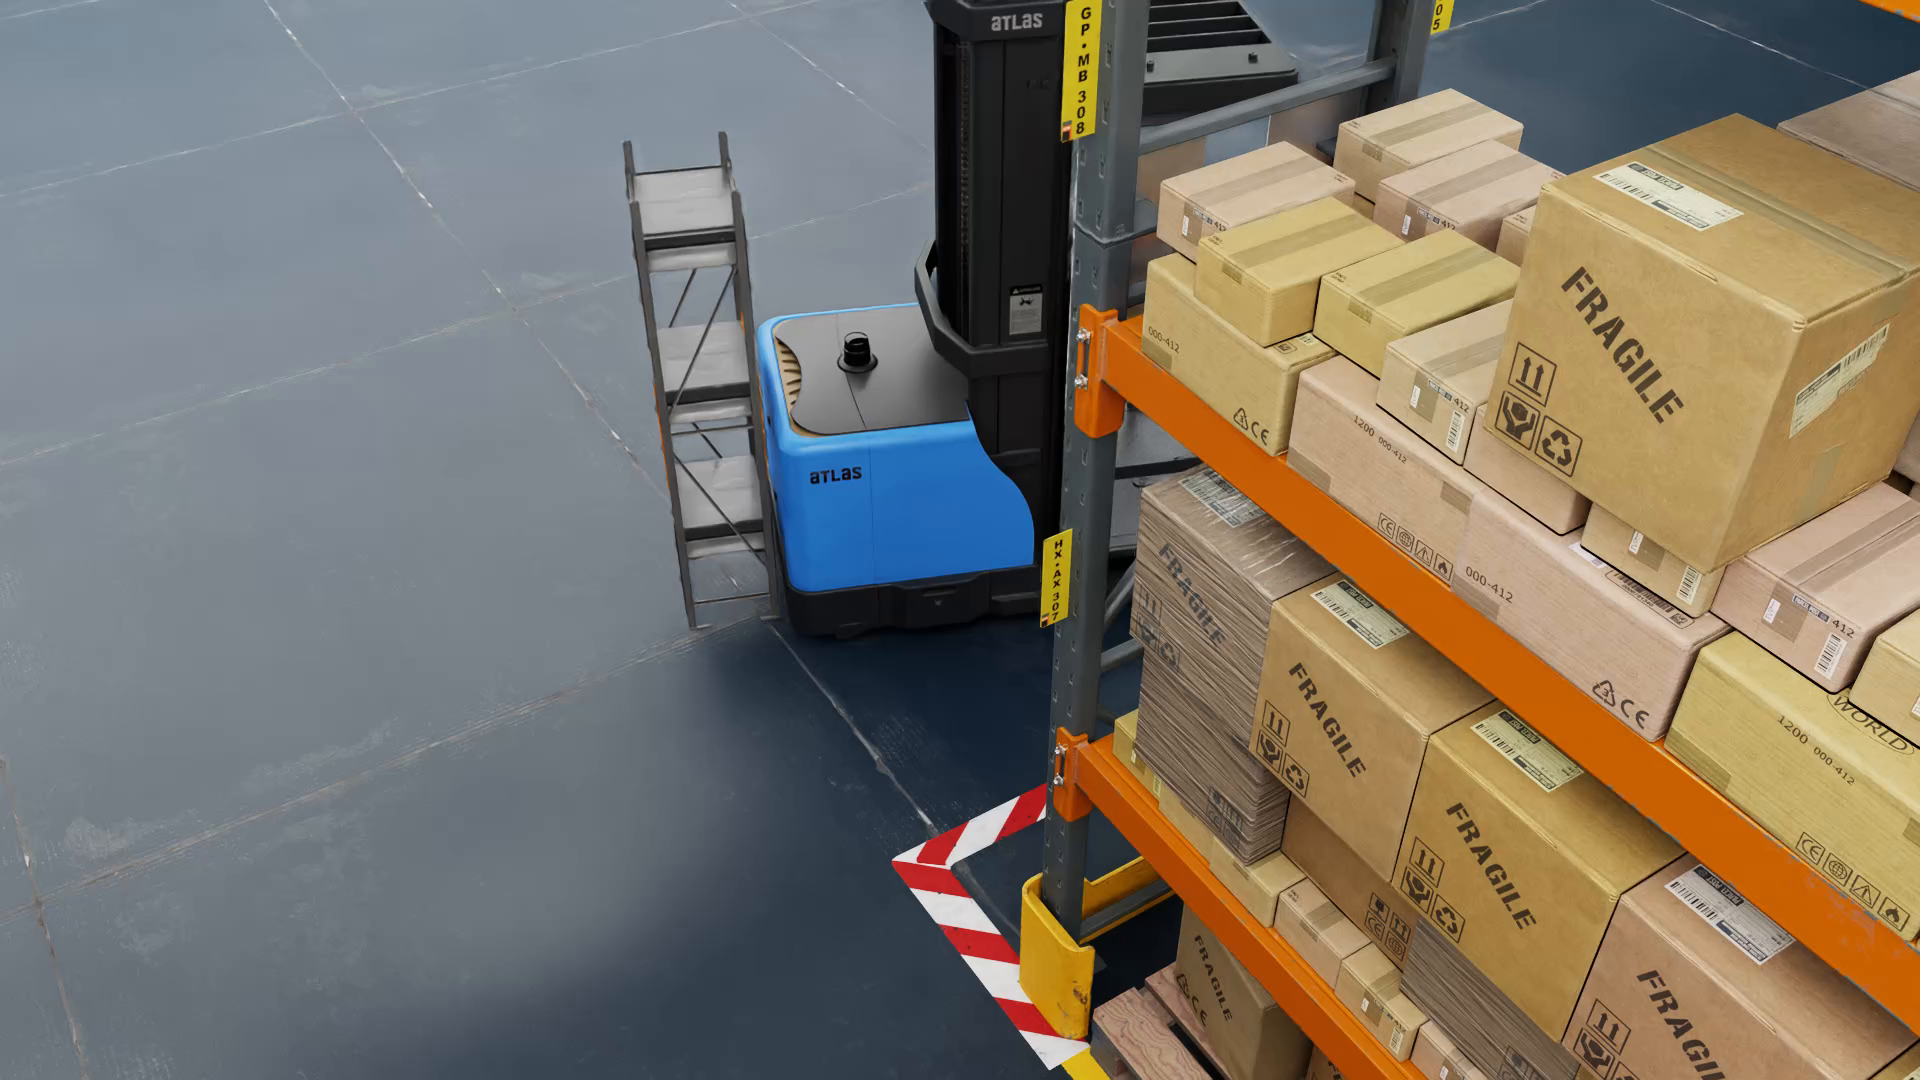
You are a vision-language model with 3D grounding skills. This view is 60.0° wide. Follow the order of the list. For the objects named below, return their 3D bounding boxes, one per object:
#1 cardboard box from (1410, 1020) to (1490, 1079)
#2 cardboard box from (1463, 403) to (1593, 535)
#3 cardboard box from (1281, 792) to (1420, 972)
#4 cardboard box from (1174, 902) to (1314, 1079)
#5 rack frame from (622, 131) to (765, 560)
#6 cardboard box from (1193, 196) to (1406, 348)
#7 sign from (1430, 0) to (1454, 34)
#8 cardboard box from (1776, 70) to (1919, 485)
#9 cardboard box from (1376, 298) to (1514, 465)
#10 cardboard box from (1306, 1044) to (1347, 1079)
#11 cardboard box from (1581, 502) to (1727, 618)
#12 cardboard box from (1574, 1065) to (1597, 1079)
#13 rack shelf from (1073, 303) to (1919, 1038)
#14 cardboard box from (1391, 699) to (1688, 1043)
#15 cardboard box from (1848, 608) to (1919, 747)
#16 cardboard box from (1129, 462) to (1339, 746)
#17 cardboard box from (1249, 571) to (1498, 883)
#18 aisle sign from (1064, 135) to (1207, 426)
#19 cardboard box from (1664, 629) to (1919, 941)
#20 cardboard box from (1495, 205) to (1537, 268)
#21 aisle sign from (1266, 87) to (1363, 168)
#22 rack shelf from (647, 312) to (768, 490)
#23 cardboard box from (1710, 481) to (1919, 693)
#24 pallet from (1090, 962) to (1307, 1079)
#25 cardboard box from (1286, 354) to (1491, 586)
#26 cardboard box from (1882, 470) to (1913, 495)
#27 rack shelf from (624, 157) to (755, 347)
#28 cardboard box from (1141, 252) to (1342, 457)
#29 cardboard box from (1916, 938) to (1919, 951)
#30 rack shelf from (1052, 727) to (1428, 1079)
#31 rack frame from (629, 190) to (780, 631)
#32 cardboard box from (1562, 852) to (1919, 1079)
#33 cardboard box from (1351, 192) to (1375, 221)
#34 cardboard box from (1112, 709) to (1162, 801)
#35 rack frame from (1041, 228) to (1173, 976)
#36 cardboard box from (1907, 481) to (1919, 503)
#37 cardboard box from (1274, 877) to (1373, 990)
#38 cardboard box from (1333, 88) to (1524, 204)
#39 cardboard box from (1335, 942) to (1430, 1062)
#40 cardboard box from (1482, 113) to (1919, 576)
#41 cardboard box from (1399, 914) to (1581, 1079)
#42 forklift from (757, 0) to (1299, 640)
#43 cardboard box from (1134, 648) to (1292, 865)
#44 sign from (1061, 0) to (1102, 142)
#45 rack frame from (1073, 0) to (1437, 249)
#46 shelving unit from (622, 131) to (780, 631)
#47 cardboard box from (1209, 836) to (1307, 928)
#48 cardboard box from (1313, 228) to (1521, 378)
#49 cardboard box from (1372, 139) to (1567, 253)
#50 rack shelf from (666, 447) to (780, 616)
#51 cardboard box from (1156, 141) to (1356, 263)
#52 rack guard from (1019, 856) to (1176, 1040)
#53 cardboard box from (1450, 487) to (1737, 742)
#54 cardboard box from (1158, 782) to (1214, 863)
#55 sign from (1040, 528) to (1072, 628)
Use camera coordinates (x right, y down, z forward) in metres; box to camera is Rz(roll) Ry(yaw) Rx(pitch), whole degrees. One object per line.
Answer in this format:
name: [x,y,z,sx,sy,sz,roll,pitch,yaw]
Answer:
cardboard box: [1.359,1.259,4.152,0.380,0.149,0.250,-22,45,-24]
cardboard box: [1.194,-0.194,3.163,0.380,0.149,0.250,-22,45,-25]
cardboard box: [1.372,0.637,4.393,0.875,0.500,0.500,-22,45,-24]
cardboard box: [1.051,1.396,5.416,0.500,0.500,0.500,-14,42,-17]
rack frame: [-1.096,-0.743,7.062,0.400,2.100,0.015,-8,40,-9]
cardboard box: [0.740,-0.592,3.640,0.380,0.149,0.250,-21,44,-23]
sign: [1.208,-1.418,4.134,0.100,0.325,0.005,-22,45,-24]
cardboard box: [1.776,-0.493,3.015,0.500,0.500,0.500,-22,45,-24]
cardboard box: [1.066,-0.326,3.322,0.380,0.149,0.250,-20,44,-23]
cardboard box: [1.401,1.707,5.043,0.500,0.500,0.500,-11,41,-13]
cardboard box: [1.353,-0.051,2.991,0.380,0.149,0.250,-24,46,-26]
cardboard box: [1.863,1.196,3.722,0.875,0.500,0.500,-22,45,-24]
rack shelf: [1.805,0.458,3.136,1.077,0.370,4.000,-22,45,-24]
cardboard box: [1.328,0.650,3.596,0.500,0.500,0.500,-22,45,-24]
cardboard box: [1.678,0.204,2.685,0.380,0.149,0.250,-24,45,-26]
cardboard box: [0.795,0.109,4.246,0.500,0.500,0.500,-22,45,-24]
cardboard box: [1.058,0.381,3.919,0.500,0.500,0.500,-22,45,-24]
aisle sign: [0.443,-0.674,4.246,0.394,0.787,0.004,-22,45,-24]
cardboard box: [1.600,0.333,2.842,0.500,0.250,0.500,-21,44,-23]
cardboard box: [1.422,-0.660,3.722,0.380,0.149,0.250,-24,46,-26]
aisle sign: [0.949,-0.881,4.494,0.394,0.787,0.004,-22,45,-24]
rack shelf: [-1.046,-0.579,6.887,0.431,0.518,0.480,-8,40,-9]
cardboard box: [1.527,0.067,2.849,0.380,0.149,0.250,-23,45,-25]
pallet: [1.177,1.818,5.464,1.003,0.211,1.213,-22,45,-24]
cardboard box: [1.053,-0.215,3.499,0.500,0.250,0.500,-23,45,-25]
cardboard box: [1.835,-0.246,3.225,0.380,0.149,0.250,-24,46,-26]
rack shelf: [-1.046,-1.117,6.439,0.431,0.518,0.480,-8,40,-9]
cardboard box: [0.771,-0.491,3.831,0.500,0.250,0.500,-21,44,-23]
cardboard box: [1.864,0.604,2.517,0.500,0.250,0.500,-23,45,-25]
rack shelf: [1.805,1.611,4.097,1.077,0.370,4.000,-22,45,-24]
rack frame: [-0.996,-0.437,6.695,0.400,2.100,0.015,-8,40,-9]
cardboard box: [1.602,0.918,3.274,0.500,0.500,0.500,-22,45,-24]
cardboard box: [1.203,-0.667,4.042,0.500,0.250,0.500,-21,44,-23]
cardboard box: [0.682,0.587,4.959,0.380,0.149,0.250,-22,45,-24]
rack frame: [0.729,0.255,5.162,1.000,3.000,0.127,-22,45,-24]
cardboard box: [1.943,-0.082,3.028,0.380,0.149,0.250,-25,46,-26]
cardboard box: [1.074,0.997,4.468,0.380,0.149,0.250,-22,45,-24]
cardboard box: [1.142,-0.951,4.071,0.380,0.149,0.250,-22,45,-24]
cardboard box: [1.202,1.134,4.303,0.380,0.149,0.250,-22,45,-24]
cardboard box: [1.300,-0.348,2.841,0.500,0.500,0.500,-22,45,-25]
cardboard box: [1.604,0.922,4.051,0.875,0.500,0.500,-22,45,-24]
forklift: [0.666,-1.157,6.910,3.031,2.935,1.130,-7,40,-8]
cardboard box: [1.002,0.408,4.667,0.875,0.500,0.500,-22,45,-24]
sign: [0.272,-1.047,3.697,0.100,0.325,0.005,-22,45,-24]
rack frame: [0.729,-2.050,3.241,1.000,3.000,0.127,-22,45,-24]
shelving unit: [-1.046,-0.590,6.878,0.431,2.100,0.503,-8,40,-9]
cardboard box: [0.922,0.869,4.621,0.380,0.149,0.250,-22,45,-24]
cardboard box: [0.980,-0.498,3.527,0.380,0.149,0.250,-23,45,-25]
cardboard box: [1.183,-0.770,3.854,0.380,0.149,0.250,-24,45,-26]
rack shelf: [-1.046,-0.042,7.335,0.431,0.518,0.480,-8,40,-9]
cardboard box: [0.683,-0.765,3.848,0.380,0.149,0.250,-23,45,-25]
rack guard: [0.770,1.256,5.913,1.175,0.500,0.348,-22,45,-24]
cardboard box: [1.316,0.054,3.177,0.500,0.250,0.500,-22,45,-25]
cardboard box: [0.800,0.729,4.789,0.380,0.149,0.250,-22,45,-24]
sign: [0.272,0.109,4.660,0.100,0.325,0.005,-22,45,-24]
